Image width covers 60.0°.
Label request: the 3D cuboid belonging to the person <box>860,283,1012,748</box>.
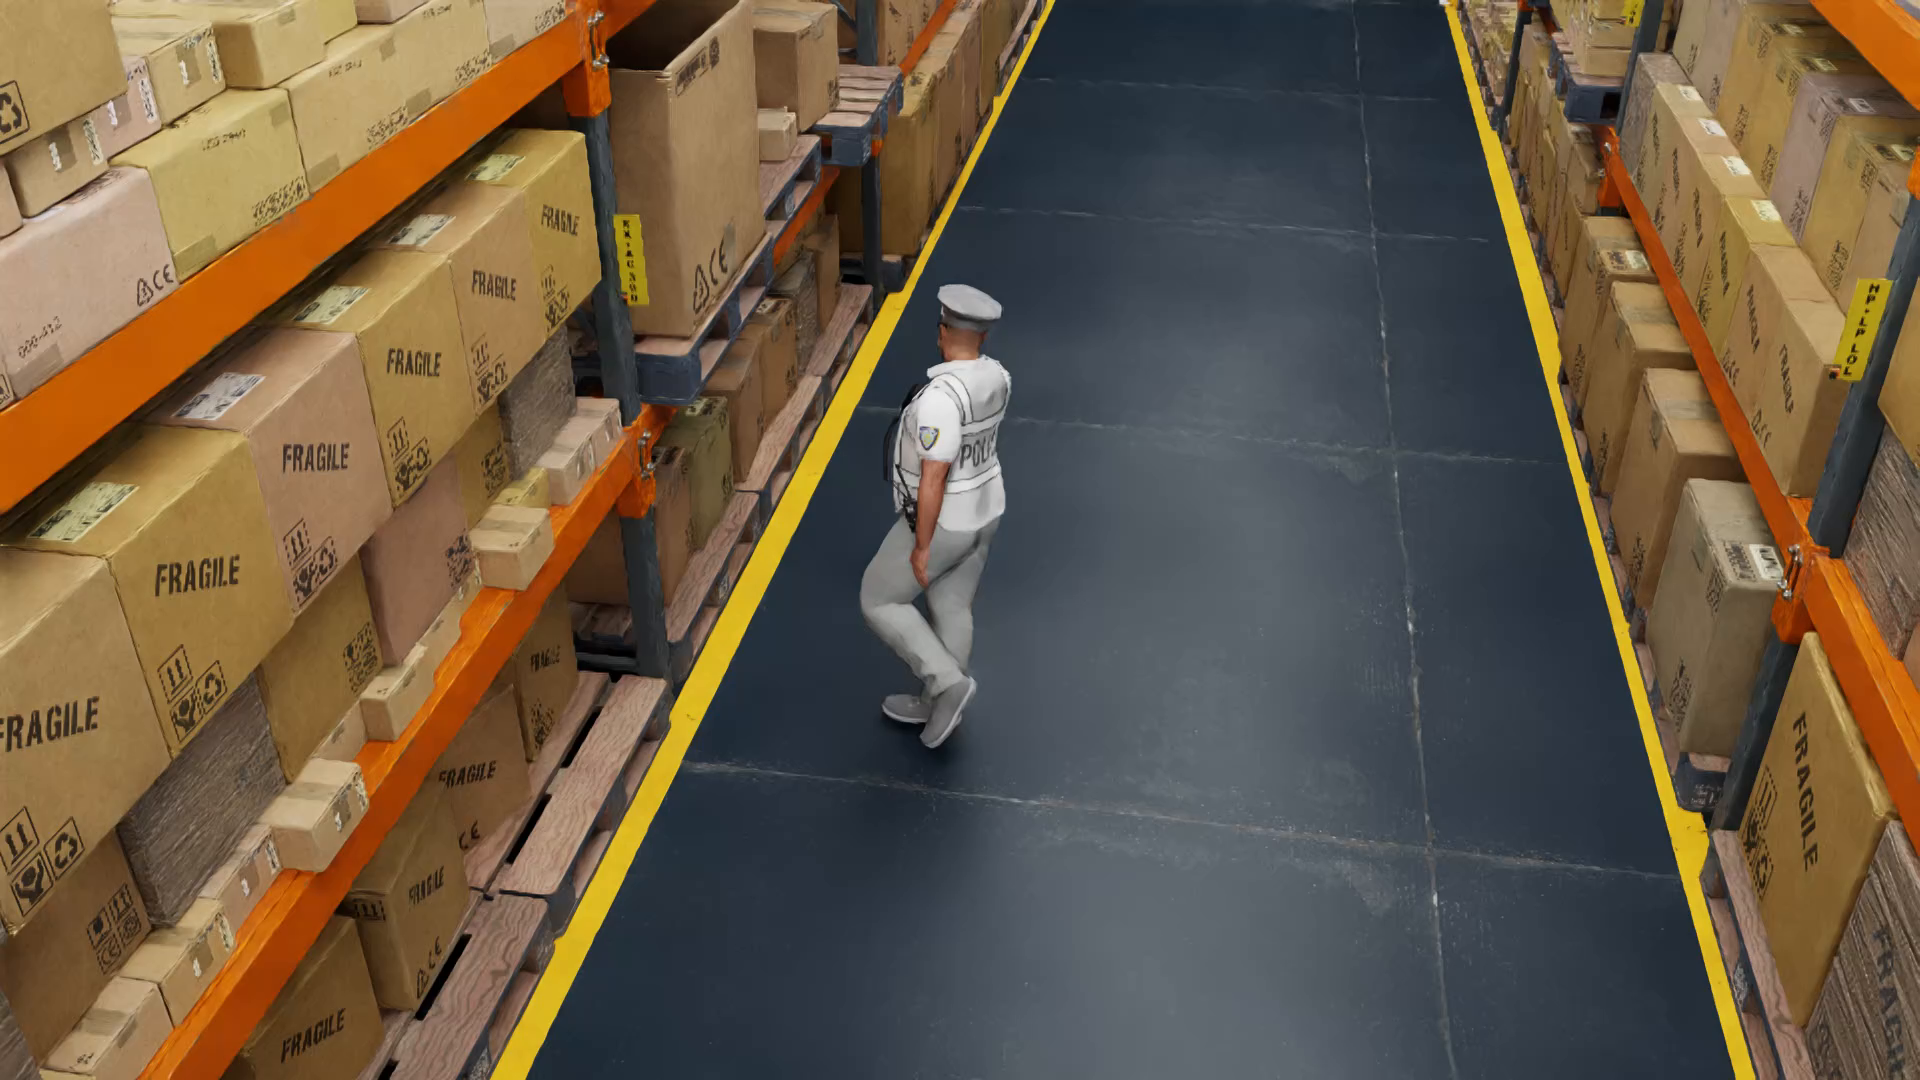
[{"bbox_3d":[-0.046,-0.071,6.248,0.517,1.706,0.710,19,37,27],"label":"person"}]
